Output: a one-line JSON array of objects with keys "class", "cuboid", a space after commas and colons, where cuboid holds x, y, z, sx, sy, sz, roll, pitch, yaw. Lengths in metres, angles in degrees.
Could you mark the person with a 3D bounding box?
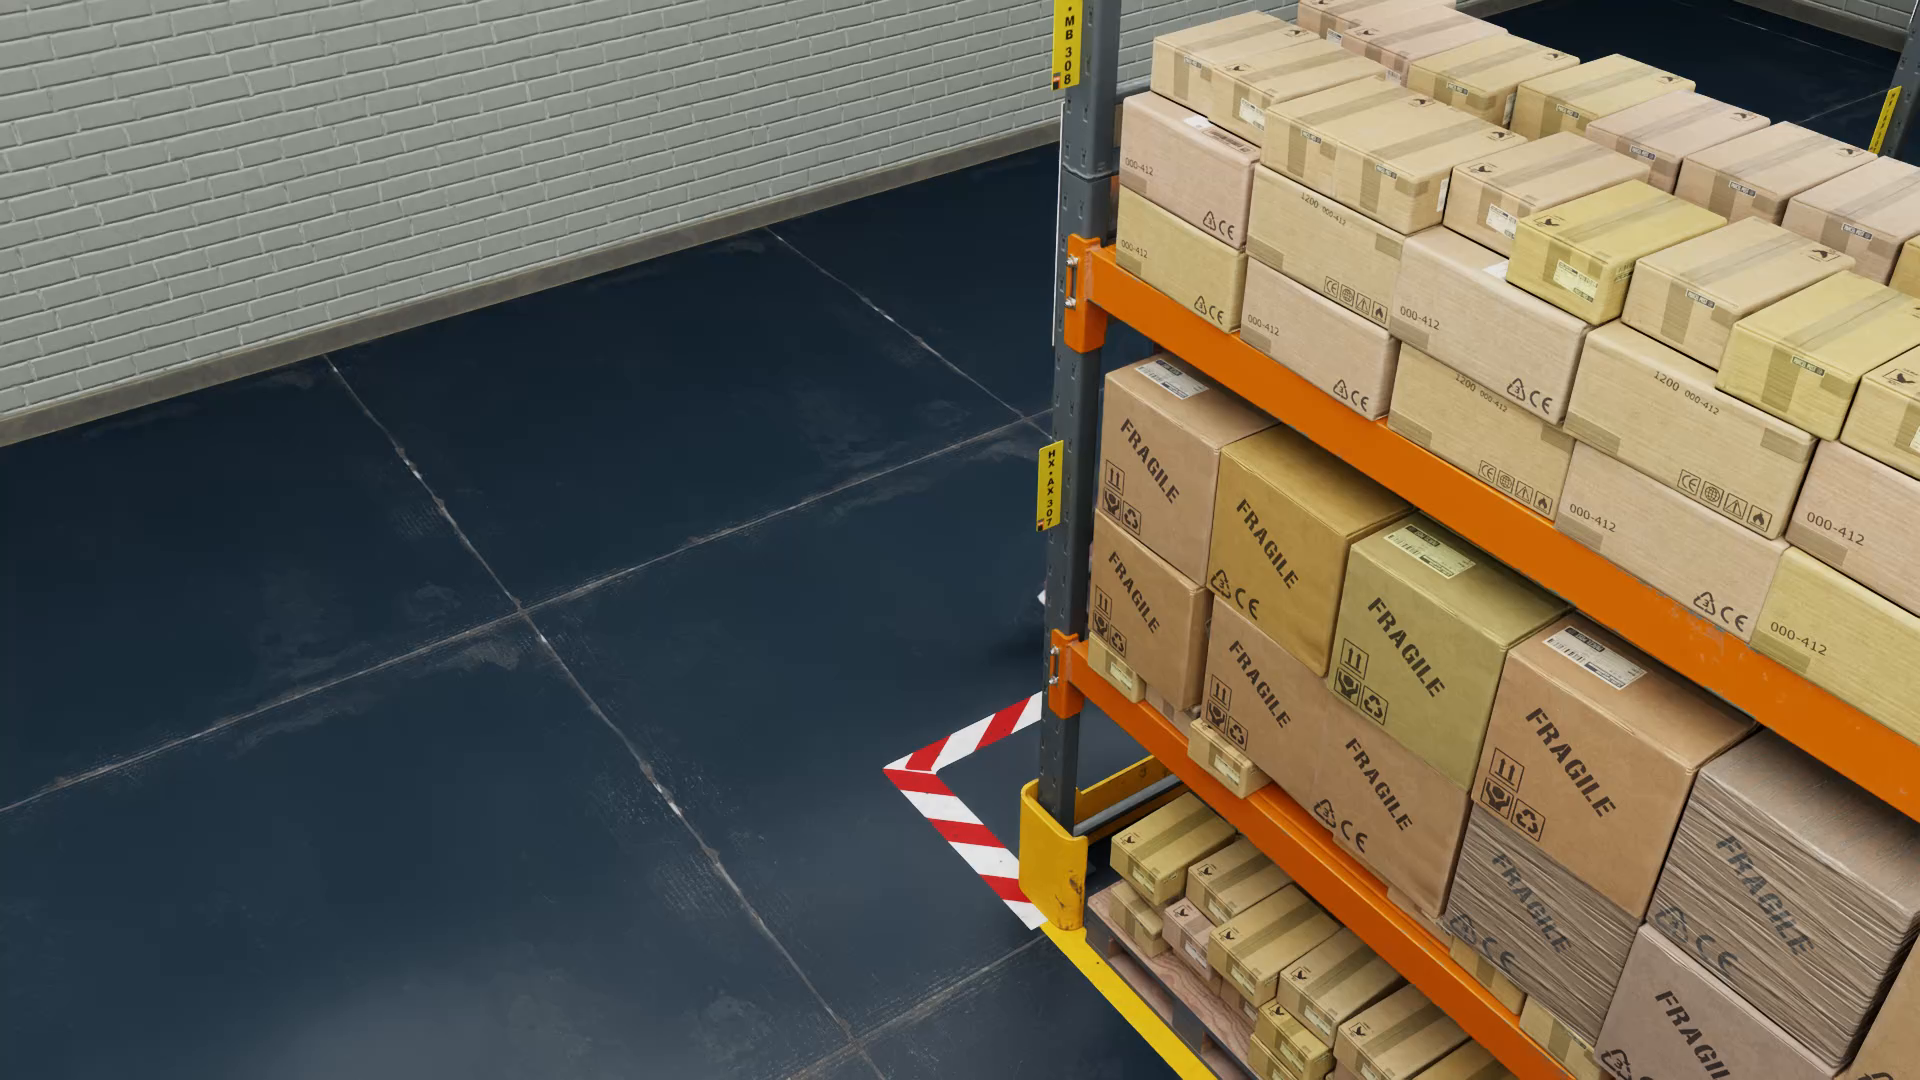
[{"class": "person", "cuboid": [0.884, -0.228, 7.303, 0.877, 1.642, 0.469, -7, 37, -9]}]
